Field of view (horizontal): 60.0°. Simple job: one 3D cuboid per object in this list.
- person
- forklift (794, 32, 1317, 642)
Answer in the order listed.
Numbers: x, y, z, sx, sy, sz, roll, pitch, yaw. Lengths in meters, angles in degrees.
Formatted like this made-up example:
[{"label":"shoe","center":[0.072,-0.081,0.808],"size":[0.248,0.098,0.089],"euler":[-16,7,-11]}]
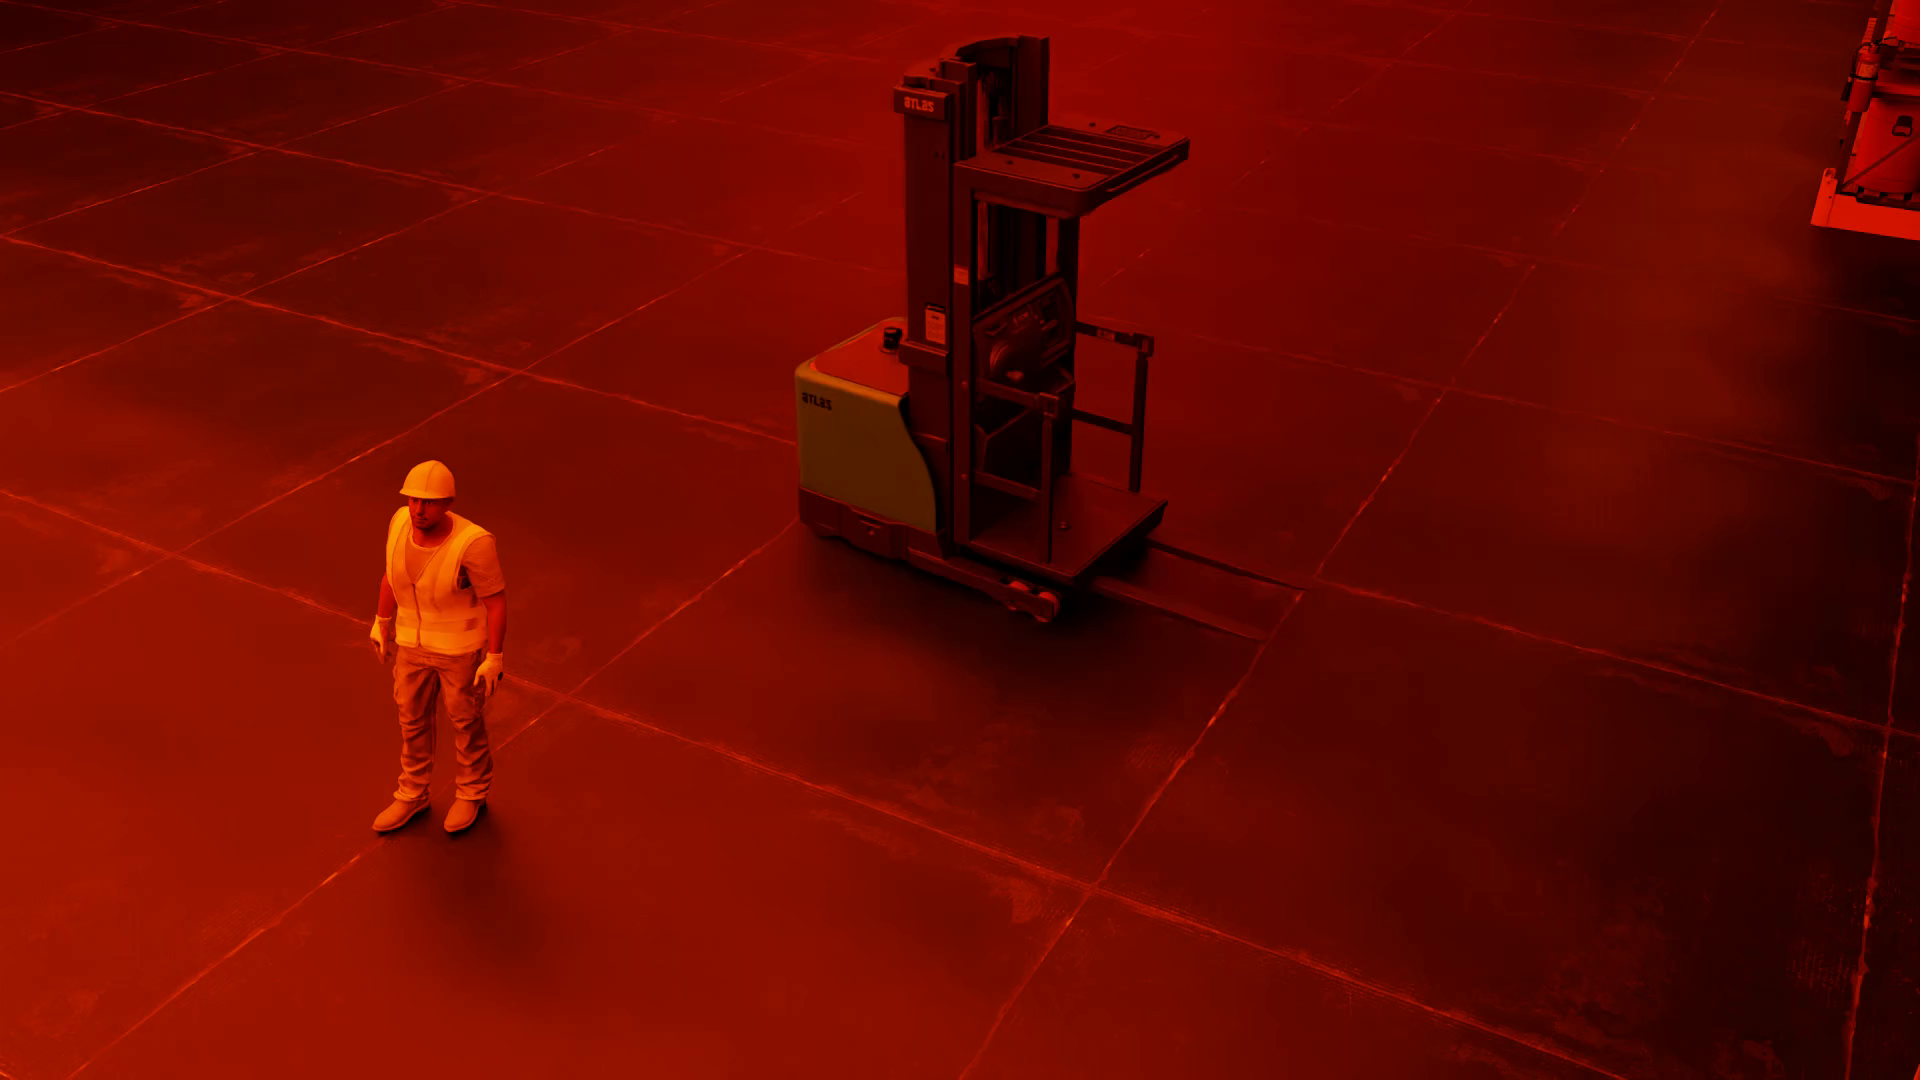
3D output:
[{"label":"person","center":[-2.331,0.498,7.342],"size":[0.656,1.782,0.577],"euler":[11,32,18]},{"label":"forklift","center":[0.525,-1.117,9.006],"size":[3.031,2.935,1.130],"euler":[19,35,29]}]
